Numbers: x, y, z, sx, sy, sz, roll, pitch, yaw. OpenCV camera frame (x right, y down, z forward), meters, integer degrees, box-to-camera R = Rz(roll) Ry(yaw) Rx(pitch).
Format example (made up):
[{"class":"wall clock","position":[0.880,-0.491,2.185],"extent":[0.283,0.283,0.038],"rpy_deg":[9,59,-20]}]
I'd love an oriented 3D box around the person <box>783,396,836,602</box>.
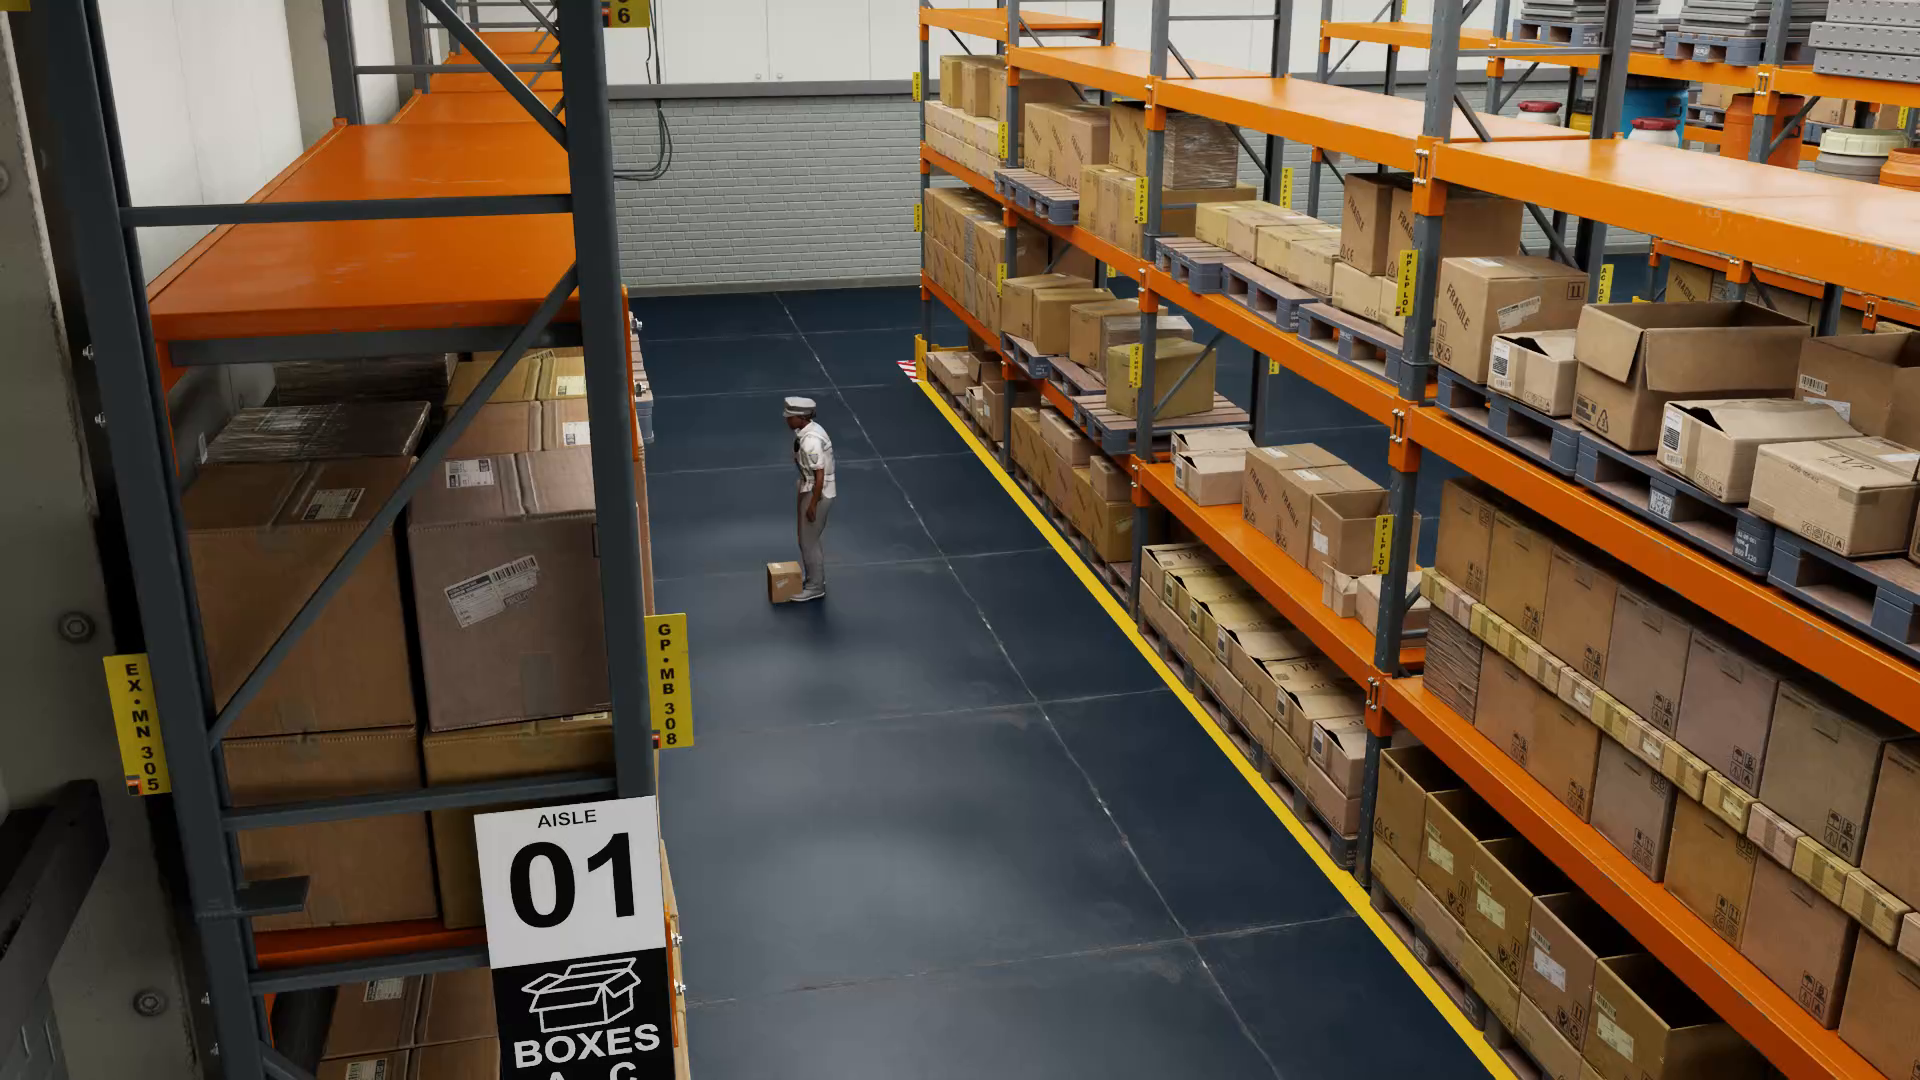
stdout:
[{"class":"person","position":[-1.206,-0.342,13.302],"extent":[0.416,1.657,0.513],"rpy_deg":[-5,20,-13]}]
